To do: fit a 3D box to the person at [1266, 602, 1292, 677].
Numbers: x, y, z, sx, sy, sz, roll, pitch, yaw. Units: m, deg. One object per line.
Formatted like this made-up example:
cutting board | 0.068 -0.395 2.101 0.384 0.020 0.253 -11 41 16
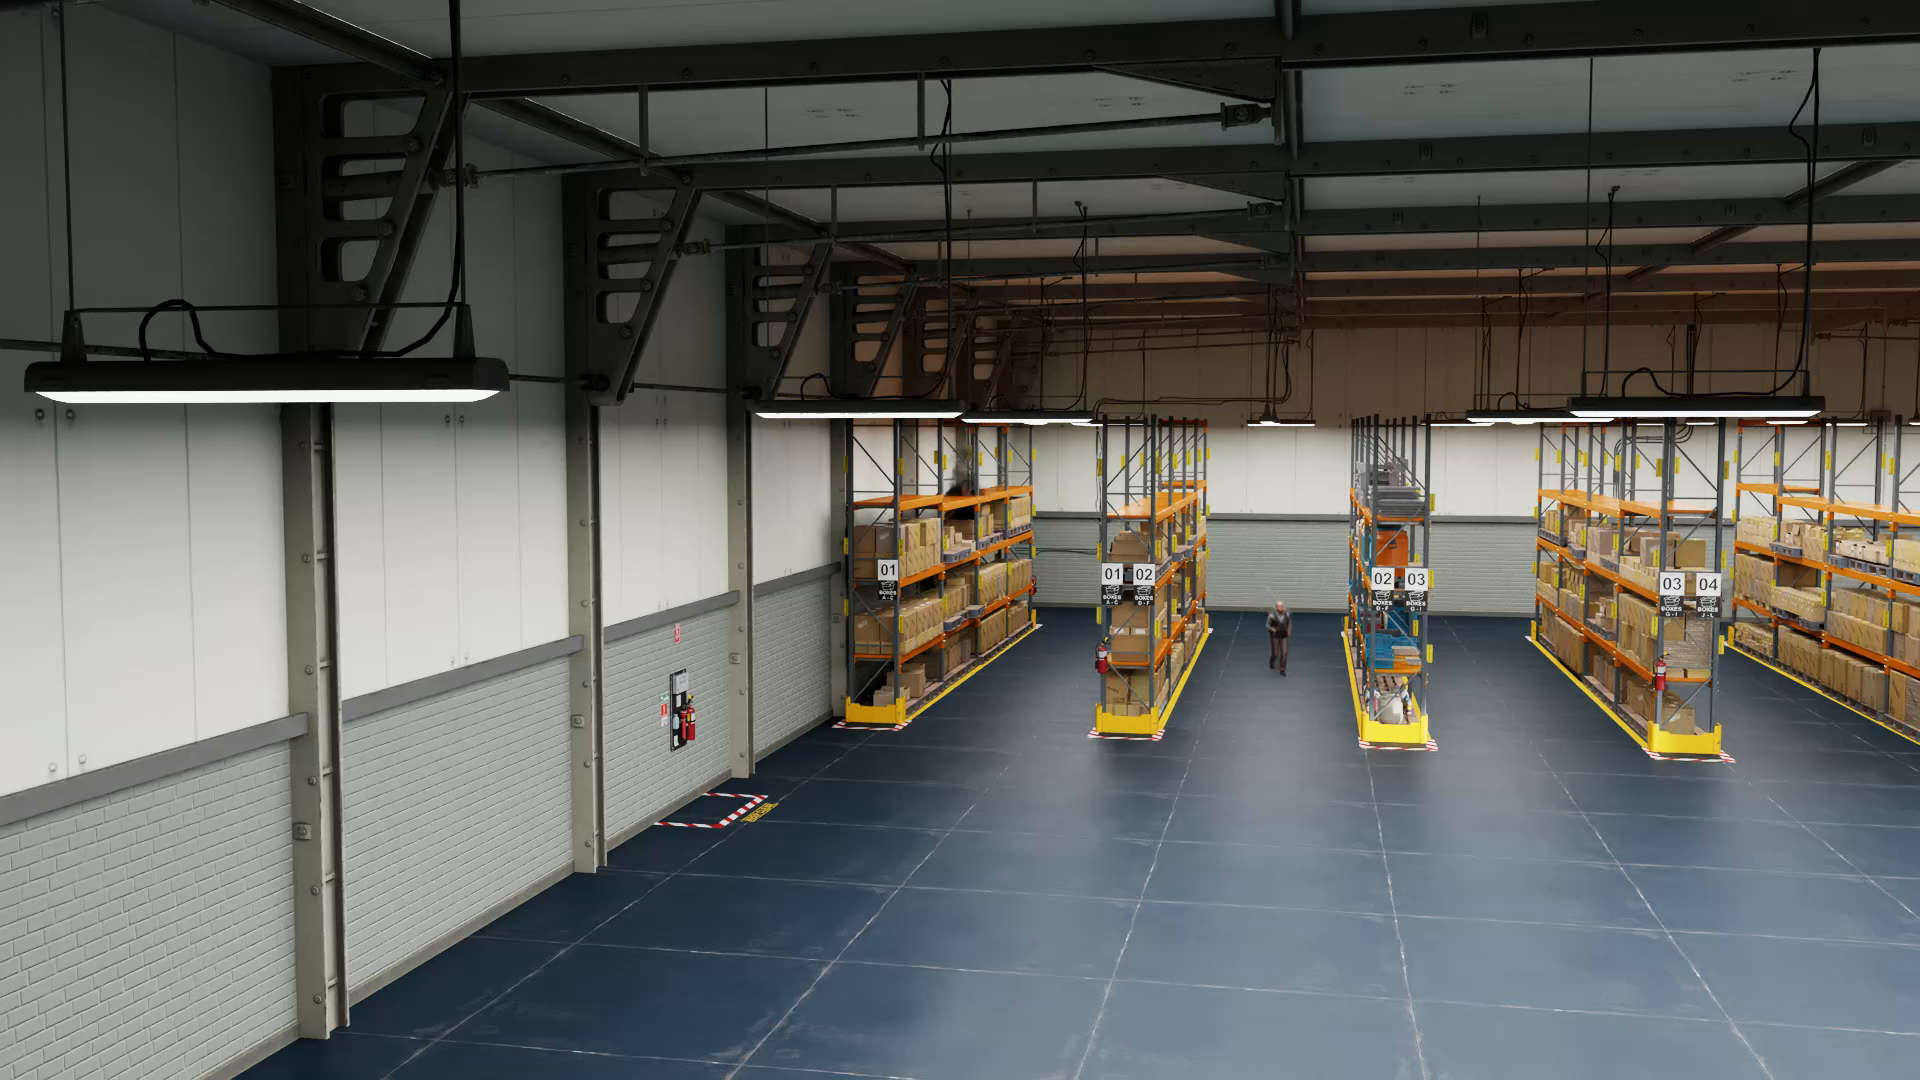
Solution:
person | 7.441 2.282 38.808 0.646 1.712 0.927 0 4 -2
